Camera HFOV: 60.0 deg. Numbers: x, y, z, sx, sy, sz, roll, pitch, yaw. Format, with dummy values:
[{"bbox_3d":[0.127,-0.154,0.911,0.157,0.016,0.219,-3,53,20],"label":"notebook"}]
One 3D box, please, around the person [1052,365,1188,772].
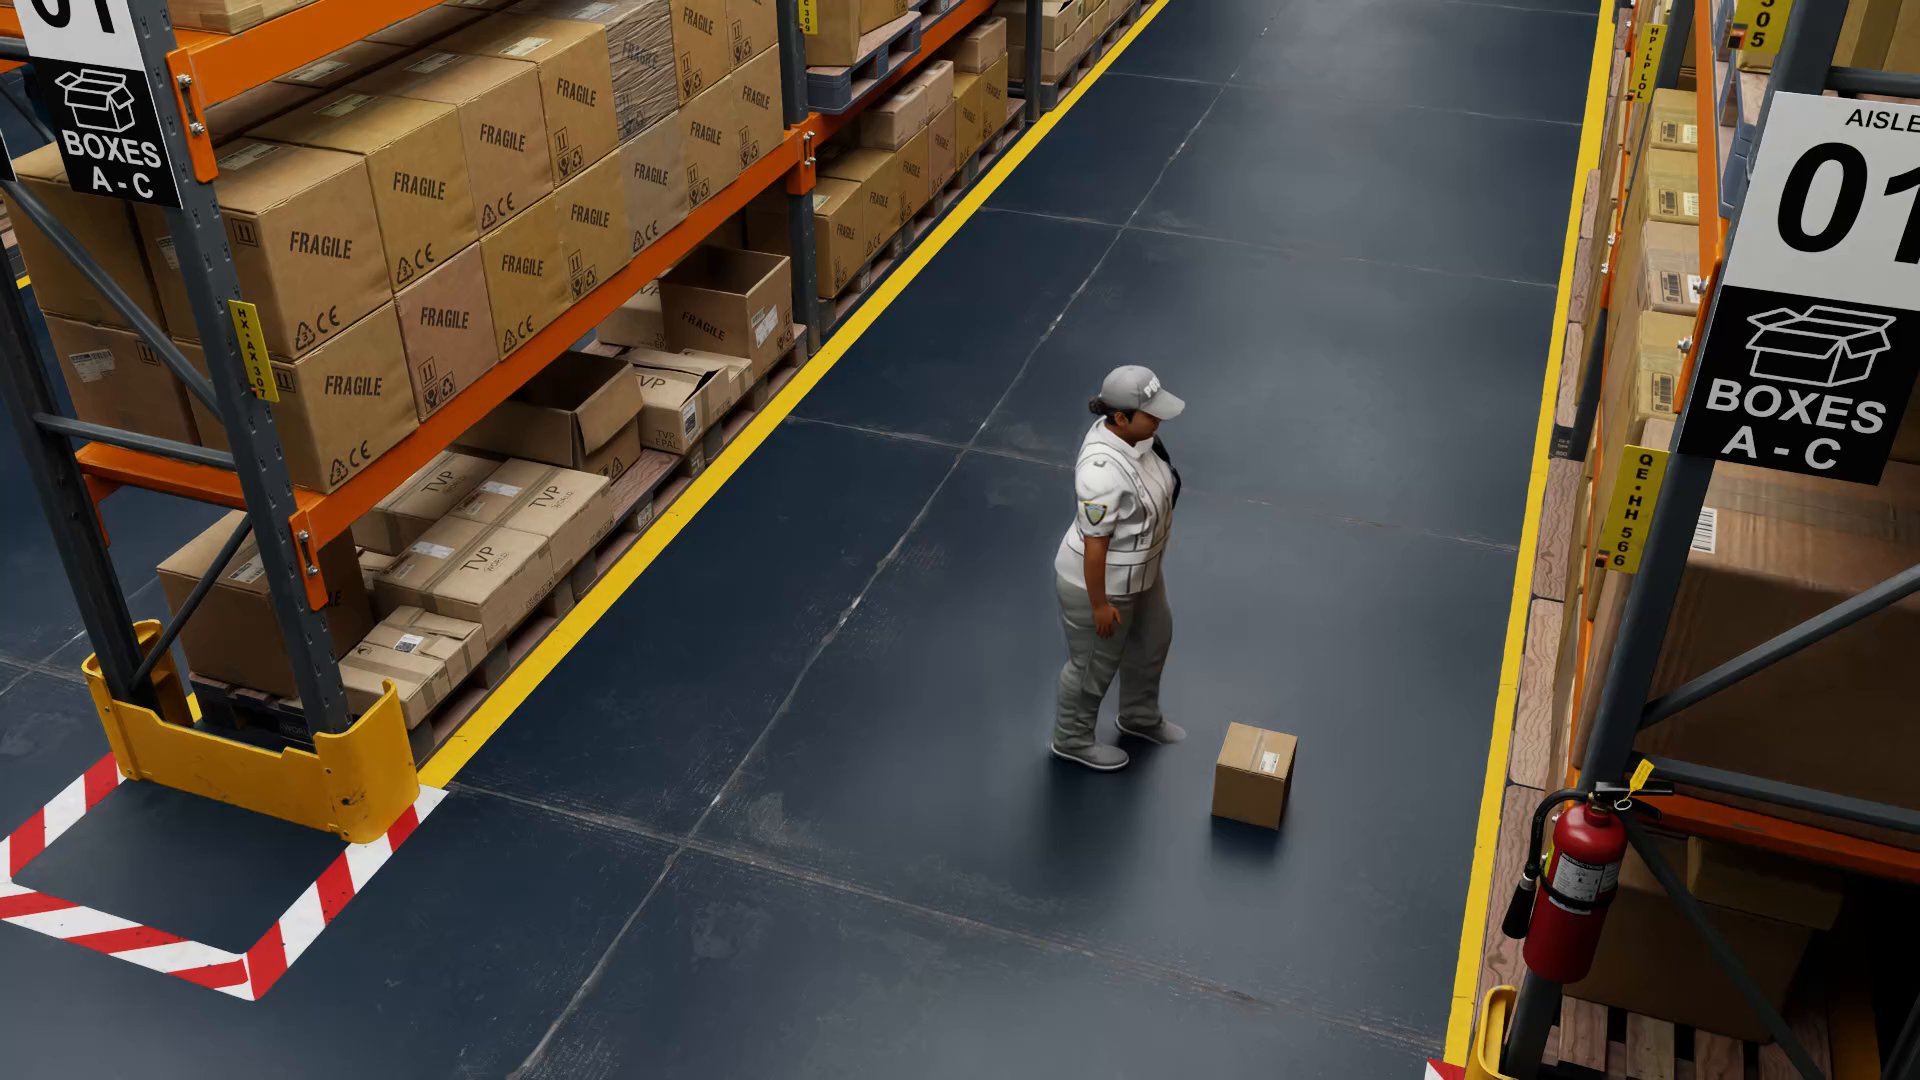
[{"bbox_3d":[0.593,0.142,5.947,0.492,1.706,0.494,12,35,17],"label":"person"}]
